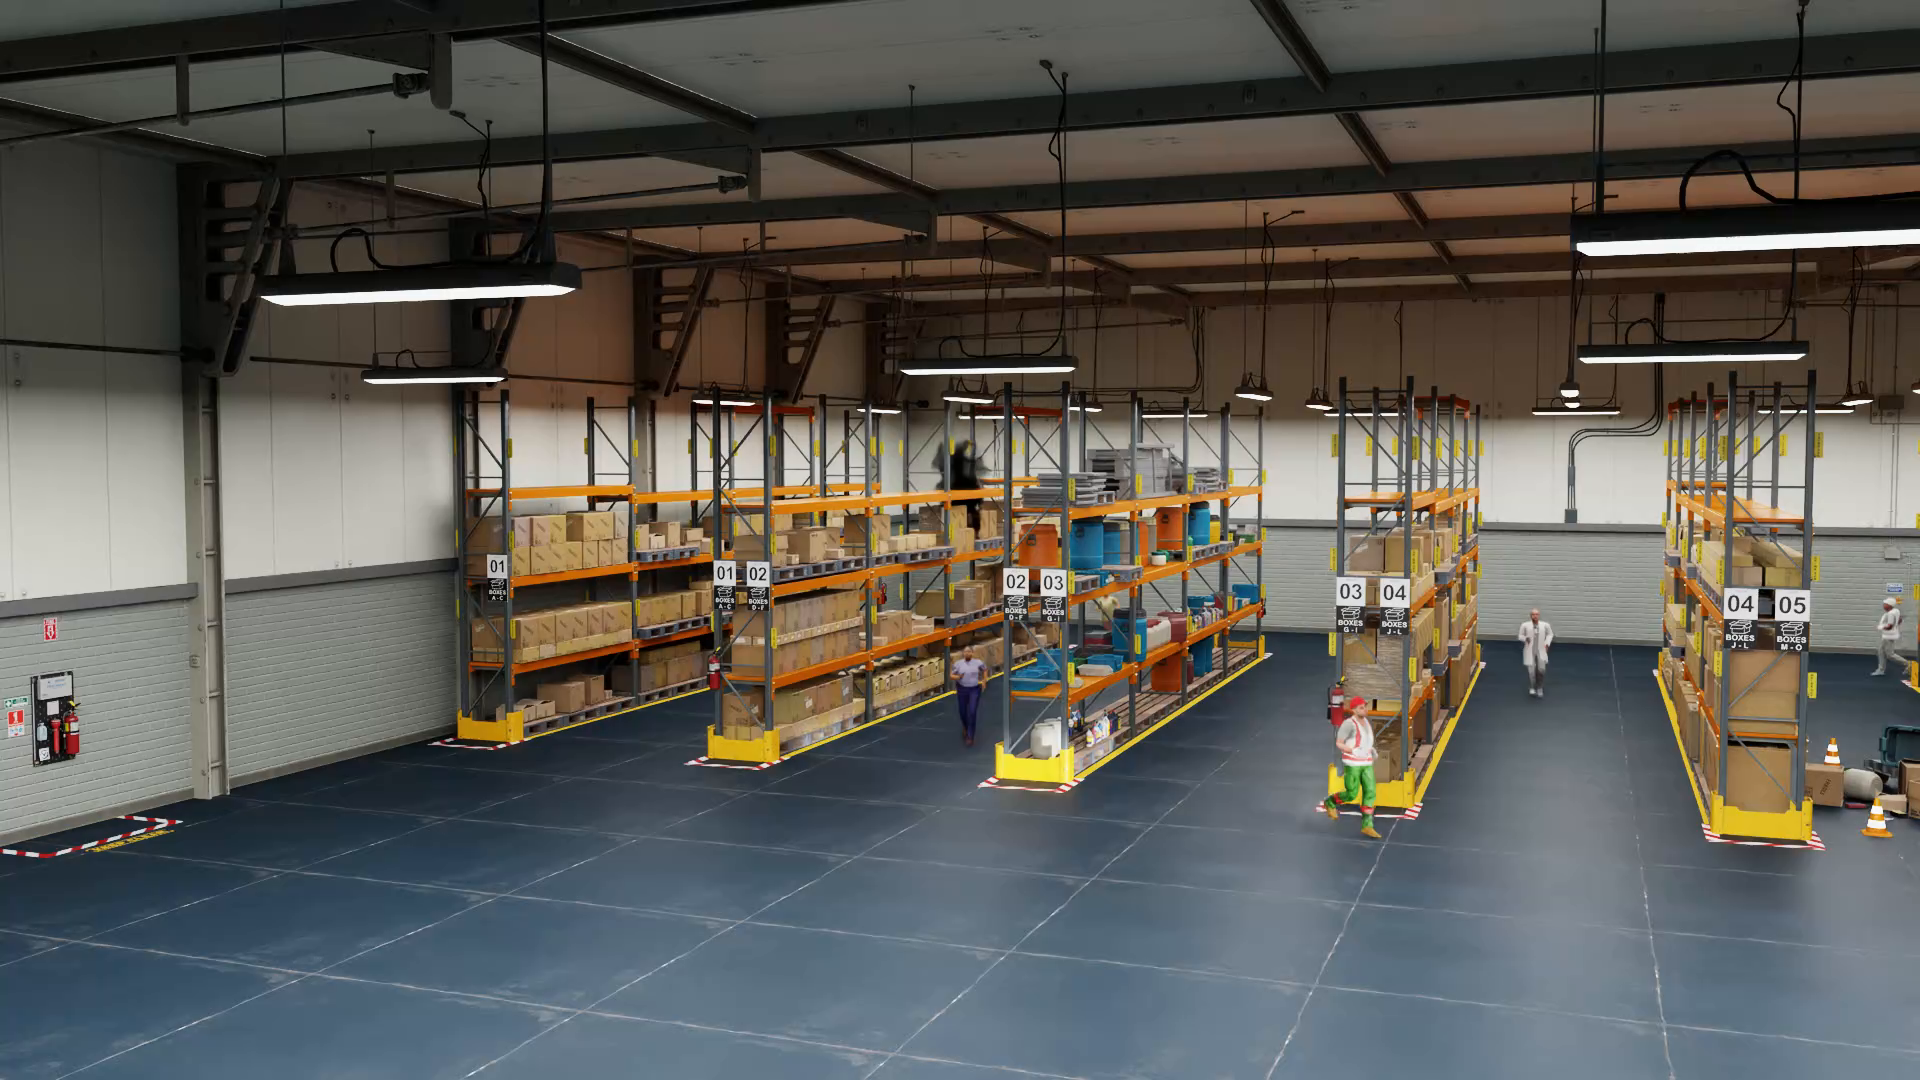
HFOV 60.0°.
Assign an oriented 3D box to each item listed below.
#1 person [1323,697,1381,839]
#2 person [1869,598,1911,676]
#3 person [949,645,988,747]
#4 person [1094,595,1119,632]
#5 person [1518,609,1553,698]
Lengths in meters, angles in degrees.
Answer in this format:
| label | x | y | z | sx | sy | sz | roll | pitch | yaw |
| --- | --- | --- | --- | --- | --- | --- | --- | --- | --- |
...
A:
| label | x | y | z | sx | sy | sz | roll | pitch | yaw |
| --- | --- | --- | --- | --- | --- | --- | --- | --- | --- |
| person | 5.158 | 2.928 | 21.660 | 0.660 | 1.792 | 0.928 | -2 | 4 | -34 |
| person | 20.366 | 2.140 | 36.345 | 0.886 | 1.762 | 0.727 | 2 | 4 | 36 |
| person | 0.140 | 2.605 | 28.221 | 0.632 | 1.655 | 0.902 | 0 | 3 | 7 |
| person | 3.576 | 1.953 | 40.526 | 0.602 | 1.632 | 0.939 | 0 | 3 | 7 |
| person | 11.575 | 2.285 | 33.433 | 0.674 | 1.777 | 0.754 | 1 | 3 | 16 |
